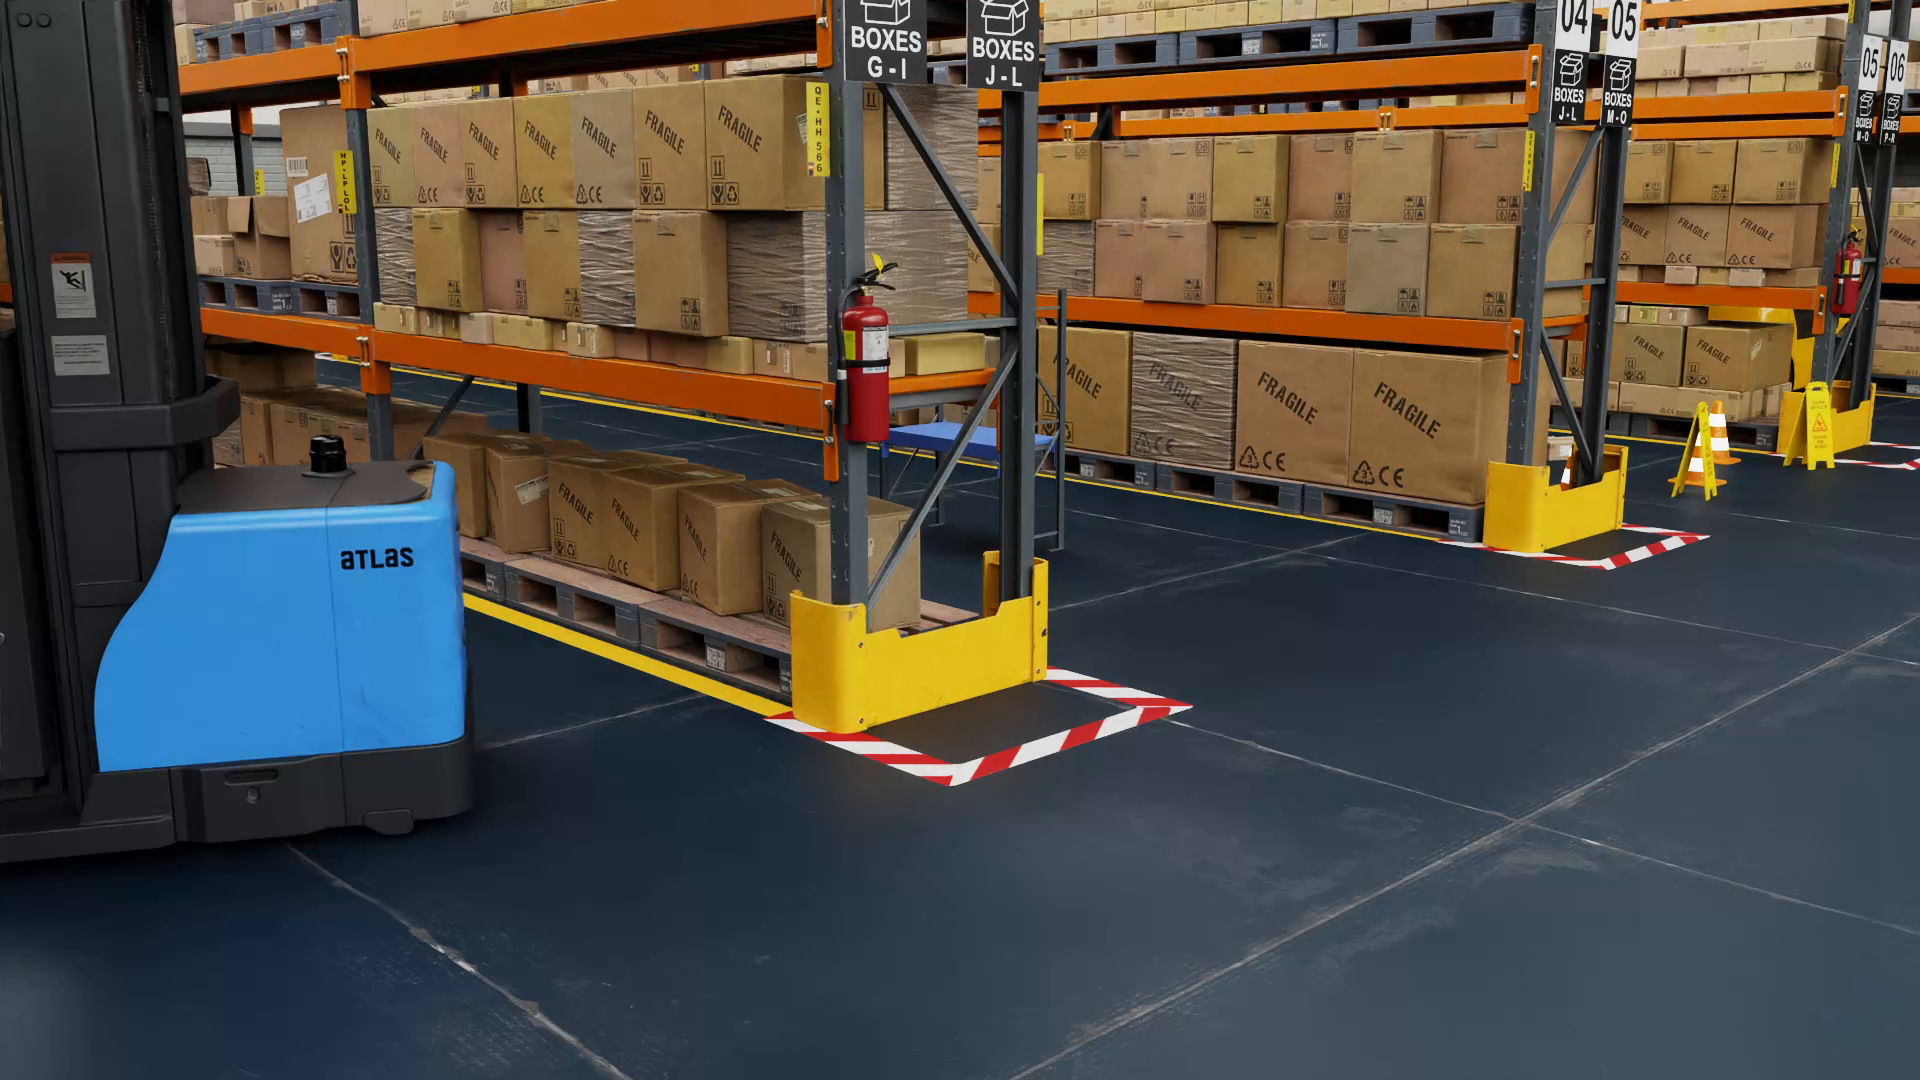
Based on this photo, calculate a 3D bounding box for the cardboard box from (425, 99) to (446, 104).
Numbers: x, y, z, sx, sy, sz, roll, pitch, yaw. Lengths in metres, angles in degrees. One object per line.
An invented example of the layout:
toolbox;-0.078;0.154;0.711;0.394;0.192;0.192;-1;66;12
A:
cardboard box;-5.592;-4.752;18.483;0.500;0.250;0.500;-11;16;-43

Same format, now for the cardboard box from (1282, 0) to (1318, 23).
cardboard box;2.214;-3.285;10.321;0.380;0.149;0.250;-11;16;-42

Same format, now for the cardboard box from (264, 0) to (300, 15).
cardboard box;-3.758;-3.349;10.005;0.797;0.503;0.637;-10;15;-40

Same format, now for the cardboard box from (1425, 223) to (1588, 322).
cardboard box;3.277;-1.618;9.961;0.875;0.550;0.550;-11;16;-43

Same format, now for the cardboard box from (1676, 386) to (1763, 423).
cardboard box;6.306;-1.144;13.806;0.500;0.250;0.500;-11;16;-43

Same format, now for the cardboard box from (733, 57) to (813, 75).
cardboard box;-1.618;-4.208;14.403;0.500;0.311;0.500;-11;16;-42

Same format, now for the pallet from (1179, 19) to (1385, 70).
pallet;2.199;-3.208;10.833;1.003;0.211;1.213;-11;16;-43

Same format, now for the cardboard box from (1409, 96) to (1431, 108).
cardboard box;4.352;-4.051;15.329;0.380;0.149;0.250;-11;16;-43

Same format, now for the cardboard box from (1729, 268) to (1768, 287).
cardboard box;6.408;-2.125;13.413;0.380;0.149;0.250;-11;16;-43

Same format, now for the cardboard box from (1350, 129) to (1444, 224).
cardboard box;2.891;-2.226;10.236;0.875;0.550;0.550;-11;16;-43

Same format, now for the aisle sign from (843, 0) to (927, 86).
aisle sign;-0.266;-2.043;5.951;0.394;0.787;0.004;-11;16;-43

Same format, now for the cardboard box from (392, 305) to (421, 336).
cardboard box;-2.760;-1.170;8.778;0.380;0.149;0.250;-11;16;-43

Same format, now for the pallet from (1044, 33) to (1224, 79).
pallet;1.361;-3.386;11.697;1.003;0.211;1.213;-11;16;-43

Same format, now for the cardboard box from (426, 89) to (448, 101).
cardboard box;-5.575;-4.998;18.438;0.500;0.250;0.500;11;16;43

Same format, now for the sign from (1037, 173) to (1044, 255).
sign;0.301;-1.320;6.740;0.100;0.325;0.005;-11;16;-43

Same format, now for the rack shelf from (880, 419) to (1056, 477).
rack shelf;0.059;-0.546;9.736;0.538;0.185;1.000;-11;16;-43

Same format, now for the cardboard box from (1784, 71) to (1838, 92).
cardboard box;6.627;-3.561;12.950;0.380;0.149;0.250;-11;16;-42

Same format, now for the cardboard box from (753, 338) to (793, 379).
cardboard box;-0.610;-0.747;6.726;0.380;0.149;0.250;-11;16;-43

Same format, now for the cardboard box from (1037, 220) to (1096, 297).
cardboard box;1.067;-2.102;12.309;0.875;0.550;0.550;-11;16;-43

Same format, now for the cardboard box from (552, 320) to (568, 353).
cardboard box;-1.672;-0.961;7.764;0.380;0.149;0.250;-11;16;-43

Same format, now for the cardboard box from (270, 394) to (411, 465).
cardboard box;-3.965;-0.642;10.698;0.500;0.500;0.700;10;15;40

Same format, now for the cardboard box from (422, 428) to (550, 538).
cardboard box;-2.607;-0.322;9.194;0.500;0.500;0.500;11;16;43

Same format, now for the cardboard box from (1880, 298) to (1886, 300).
cardboard box;9.407;-2.412;17.481;0.500;0.250;0.500;-11;16;-42

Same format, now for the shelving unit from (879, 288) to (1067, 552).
shelving unit;0.059;-0.722;9.700;0.538;1.500;1.048;-11;16;-43

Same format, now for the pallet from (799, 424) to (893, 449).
pallet;-0.631;-0.995;14.219;1.003;0.211;1.213;-11;16;-43

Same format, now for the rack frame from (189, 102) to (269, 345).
rack frame;-5.616;-1.988;12.128;1.000;3.000;0.127;-11;16;-43

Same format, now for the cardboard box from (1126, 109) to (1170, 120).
cardboard box;2.199;-4.747;17.840;0.700;0.500;0.500;-11;16;-43

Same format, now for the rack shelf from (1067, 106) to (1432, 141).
rack shelf;2.932;-4.194;17.184;1.077;0.370;4.000;-11;16;-43

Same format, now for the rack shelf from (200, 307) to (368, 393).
rack shelf;-4.235;-1.344;10.783;1.077;0.370;4.000;-11;16;-43

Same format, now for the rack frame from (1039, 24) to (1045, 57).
rack frame;0.803;-5.019;11.972;1.000;3.000;0.127;-11;16;-43

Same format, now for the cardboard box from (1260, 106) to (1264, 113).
cardboard box;4.189;-5.783;22.498;0.380;0.149;0.250;-11;16;-43

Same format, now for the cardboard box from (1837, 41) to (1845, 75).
cardboard box;6.921;-3.853;13.382;0.500;0.250;0.500;-11;16;-44

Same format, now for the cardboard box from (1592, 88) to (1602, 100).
cardboard box;5.534;-3.779;14.008;0.380;0.149;0.250;-11;16;-43

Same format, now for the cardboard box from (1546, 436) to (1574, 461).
cardboard box;4.710;-0.715;13.013;0.380;0.149;0.250;-3;12;-13

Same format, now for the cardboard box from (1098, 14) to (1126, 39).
cardboard box;1.160;-3.507;11.400;0.380;0.149;0.250;-11;16;-43

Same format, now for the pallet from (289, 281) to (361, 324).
pallet;-3.276;-1.442;9.953;1.003;0.211;1.213;-11;16;-43

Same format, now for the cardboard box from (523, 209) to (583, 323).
cardboard box;-1.534;-1.309;7.847;0.875;0.500;0.500;-11;16;-43

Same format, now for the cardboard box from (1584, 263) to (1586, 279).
cardboard box;5.370;-2.351;14.510;0.380;0.149;0.250;-11;16;-43

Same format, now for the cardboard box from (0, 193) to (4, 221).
cardboard box;-7.931;-3.020;14.403;0.637;0.503;0.797;11;16;44

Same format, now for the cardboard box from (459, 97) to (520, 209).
cardboard box;-2.036;-1.842;7.955;0.500;0.500;0.500;-11;16;-43

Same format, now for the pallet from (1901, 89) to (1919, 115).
pallet;10.194;-4.426;16.748;1.003;0.211;1.213;-11;16;-43

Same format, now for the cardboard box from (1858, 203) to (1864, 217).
cardboard box;9.507;-3.422;17.231;0.250;0.149;0.380;11;16;43

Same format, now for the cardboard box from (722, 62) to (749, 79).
cardboard box;-2.161;-4.303;15.683;0.500;0.500;0.500;-11;16;-43

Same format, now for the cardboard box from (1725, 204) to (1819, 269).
cardboard box;6.502;-2.437;13.321;0.500;0.500;0.500;-11;16;-44

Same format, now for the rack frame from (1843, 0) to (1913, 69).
rack frame;7.076;-5.140;12.558;1.000;3.000;0.127;-11;16;-43

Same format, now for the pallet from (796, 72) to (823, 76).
pallet;-0.702;-3.792;13.917;1.003;0.211;1.213;-10;15;-40

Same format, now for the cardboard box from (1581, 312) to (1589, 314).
cardboard box;5.622;-1.814;15.199;0.500;0.500;0.500;-10;15;-40

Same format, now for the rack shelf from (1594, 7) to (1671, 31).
rack shelf;6.520;-6.159;20.281;1.077;0.370;4.000;-11;16;-43

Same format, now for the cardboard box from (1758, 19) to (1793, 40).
cardboard box;6.478;-3.989;13.054;0.380;0.149;0.250;-11;16;-42

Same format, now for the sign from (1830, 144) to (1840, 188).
sign;6.661;-2.849;12.654;0.100;0.325;0.005;-11;16;-43

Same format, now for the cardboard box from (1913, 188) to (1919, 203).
cardboard box;9.870;-3.495;16.850;0.380;0.149;0.250;-10;16;-41

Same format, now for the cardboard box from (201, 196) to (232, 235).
cardboard box;-4.757;-2.102;11.392;0.700;0.500;0.500;-8;14;-34

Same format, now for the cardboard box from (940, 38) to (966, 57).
cardboard box;0.200;-3.812;12.629;0.500;0.250;0.500;-11;16;-42

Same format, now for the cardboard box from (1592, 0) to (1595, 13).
cardboard box;3.561;-3.192;9.874;0.380;0.149;0.250;-11;16;-42

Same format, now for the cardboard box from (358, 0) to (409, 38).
cardboard box;-2.728;-2.699;8.515;0.500;0.250;0.500;11;16;43

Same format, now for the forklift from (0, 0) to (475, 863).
forklift;-3.153;-0.508;5.115;3.031;2.935;1.130;-3;12;-15

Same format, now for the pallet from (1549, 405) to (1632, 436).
pallet;5.650;-1.148;14.962;1.003;0.211;1.213;-11;16;-43

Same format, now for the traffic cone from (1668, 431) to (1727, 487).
traffic cone;5.278;-0.638;11.860;0.336;0.463;0.334;-11;16;-43

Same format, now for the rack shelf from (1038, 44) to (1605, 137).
rack shelf;2.184;-2.906;10.930;1.077;0.370;4.000;-11;16;-43

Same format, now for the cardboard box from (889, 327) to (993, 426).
cardboard box;-0.354;-1.404;13.827;1.050;0.750;0.750;-11;16;-43
